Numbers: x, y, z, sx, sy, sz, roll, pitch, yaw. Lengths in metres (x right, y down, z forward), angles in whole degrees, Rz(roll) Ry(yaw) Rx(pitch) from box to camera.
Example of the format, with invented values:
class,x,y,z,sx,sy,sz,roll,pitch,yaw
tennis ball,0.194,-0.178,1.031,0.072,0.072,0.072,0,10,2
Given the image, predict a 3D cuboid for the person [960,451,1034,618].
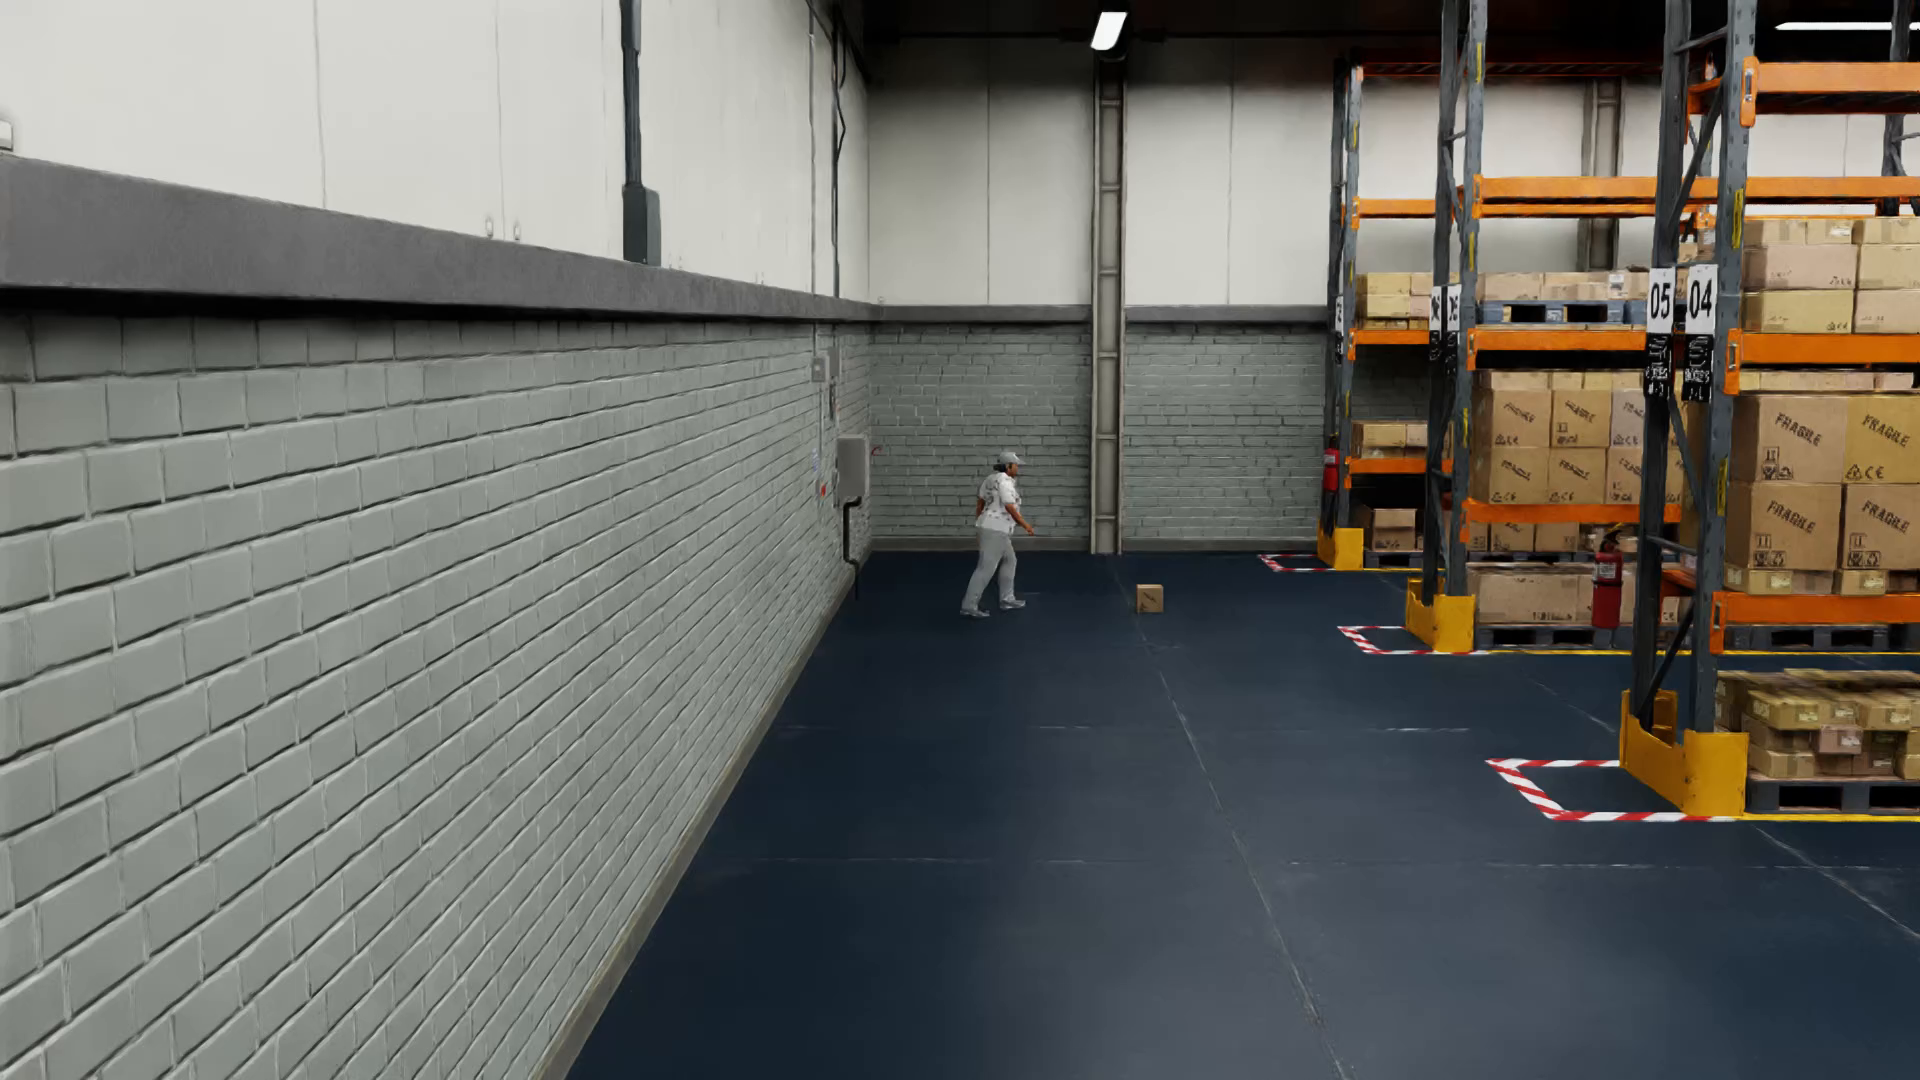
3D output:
class,x,y,z,sx,sy,sz,roll,pitch,yaw
person,0.345,-0.070,16.420,0.779,1.612,0.627,-2,8,-13
